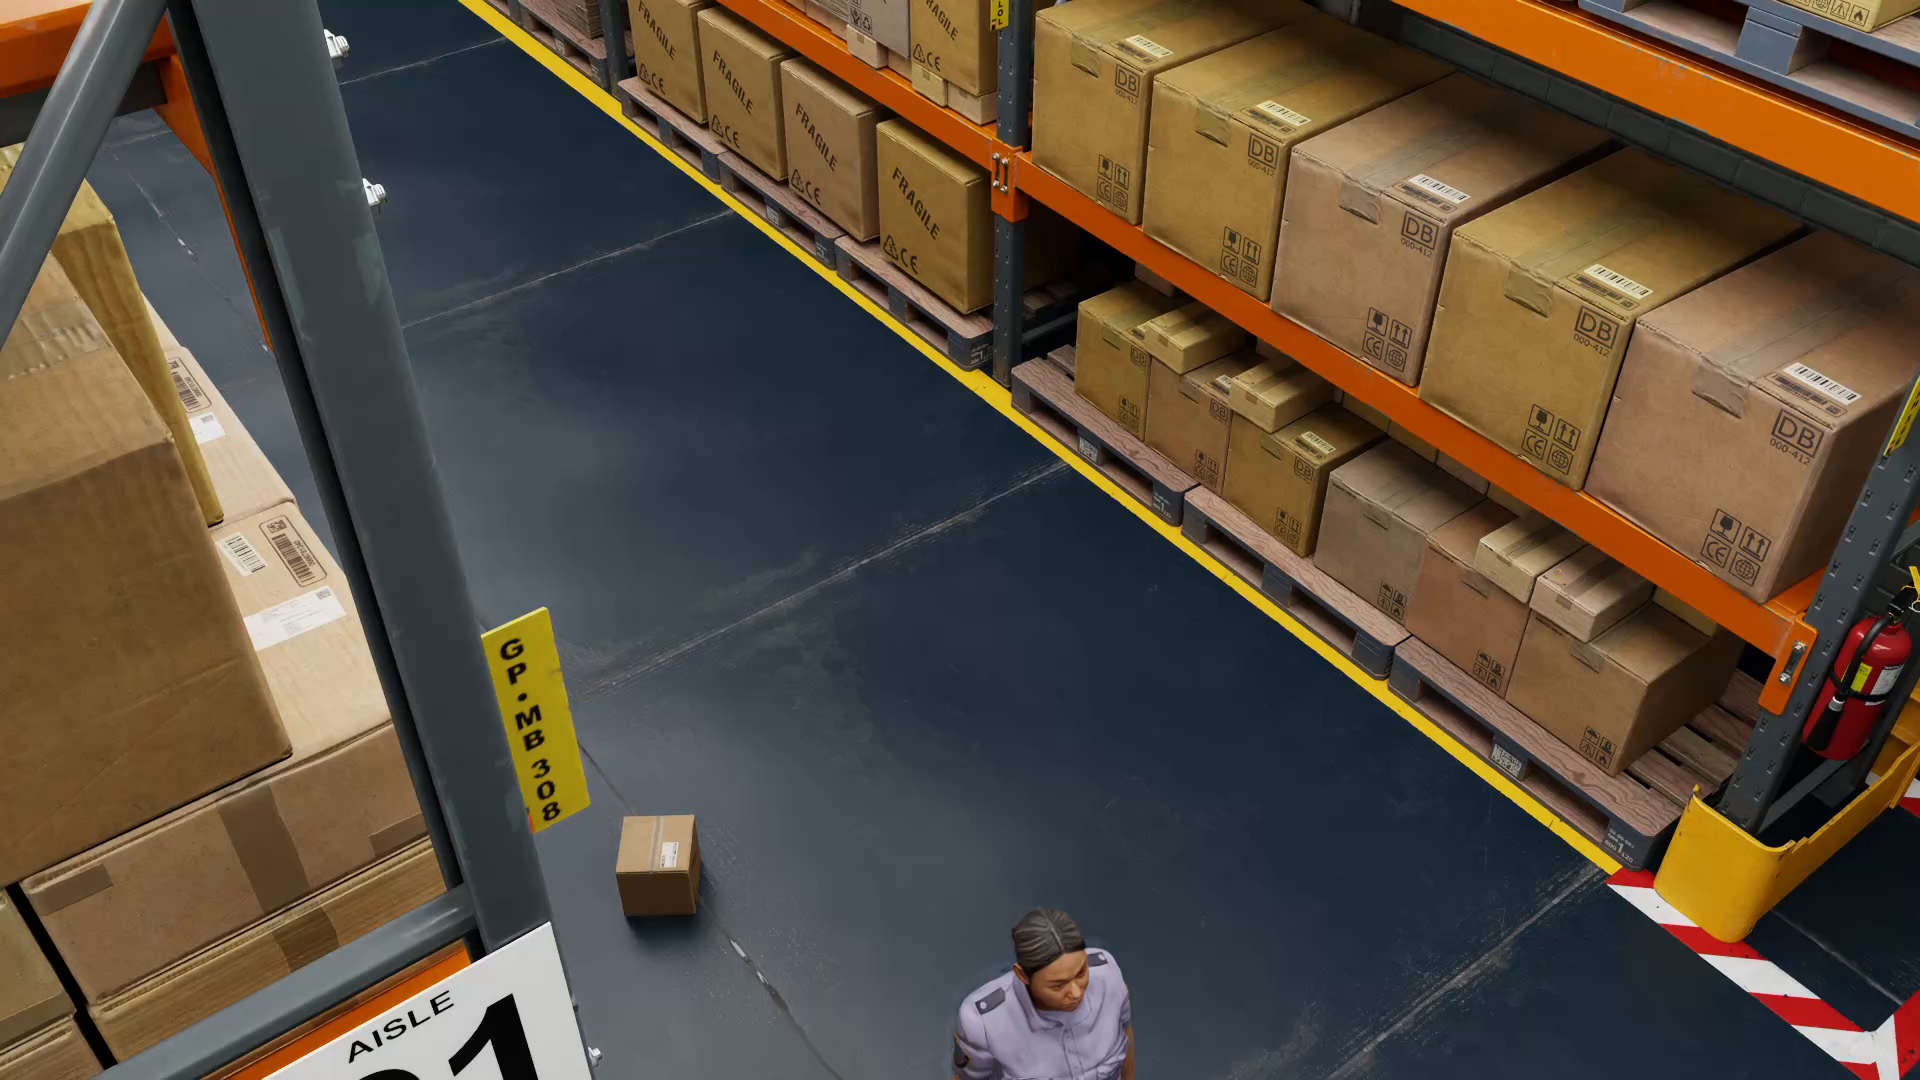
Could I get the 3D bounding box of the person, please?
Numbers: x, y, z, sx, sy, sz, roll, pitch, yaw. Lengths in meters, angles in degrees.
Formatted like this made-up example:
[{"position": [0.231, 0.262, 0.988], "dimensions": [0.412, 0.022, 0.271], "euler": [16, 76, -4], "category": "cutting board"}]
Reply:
[{"position": [0.243, 1.564, 4.337], "dimensions": [0.513, 1.689, 0.469], "euler": [-20, 44, -22], "category": "person"}]
